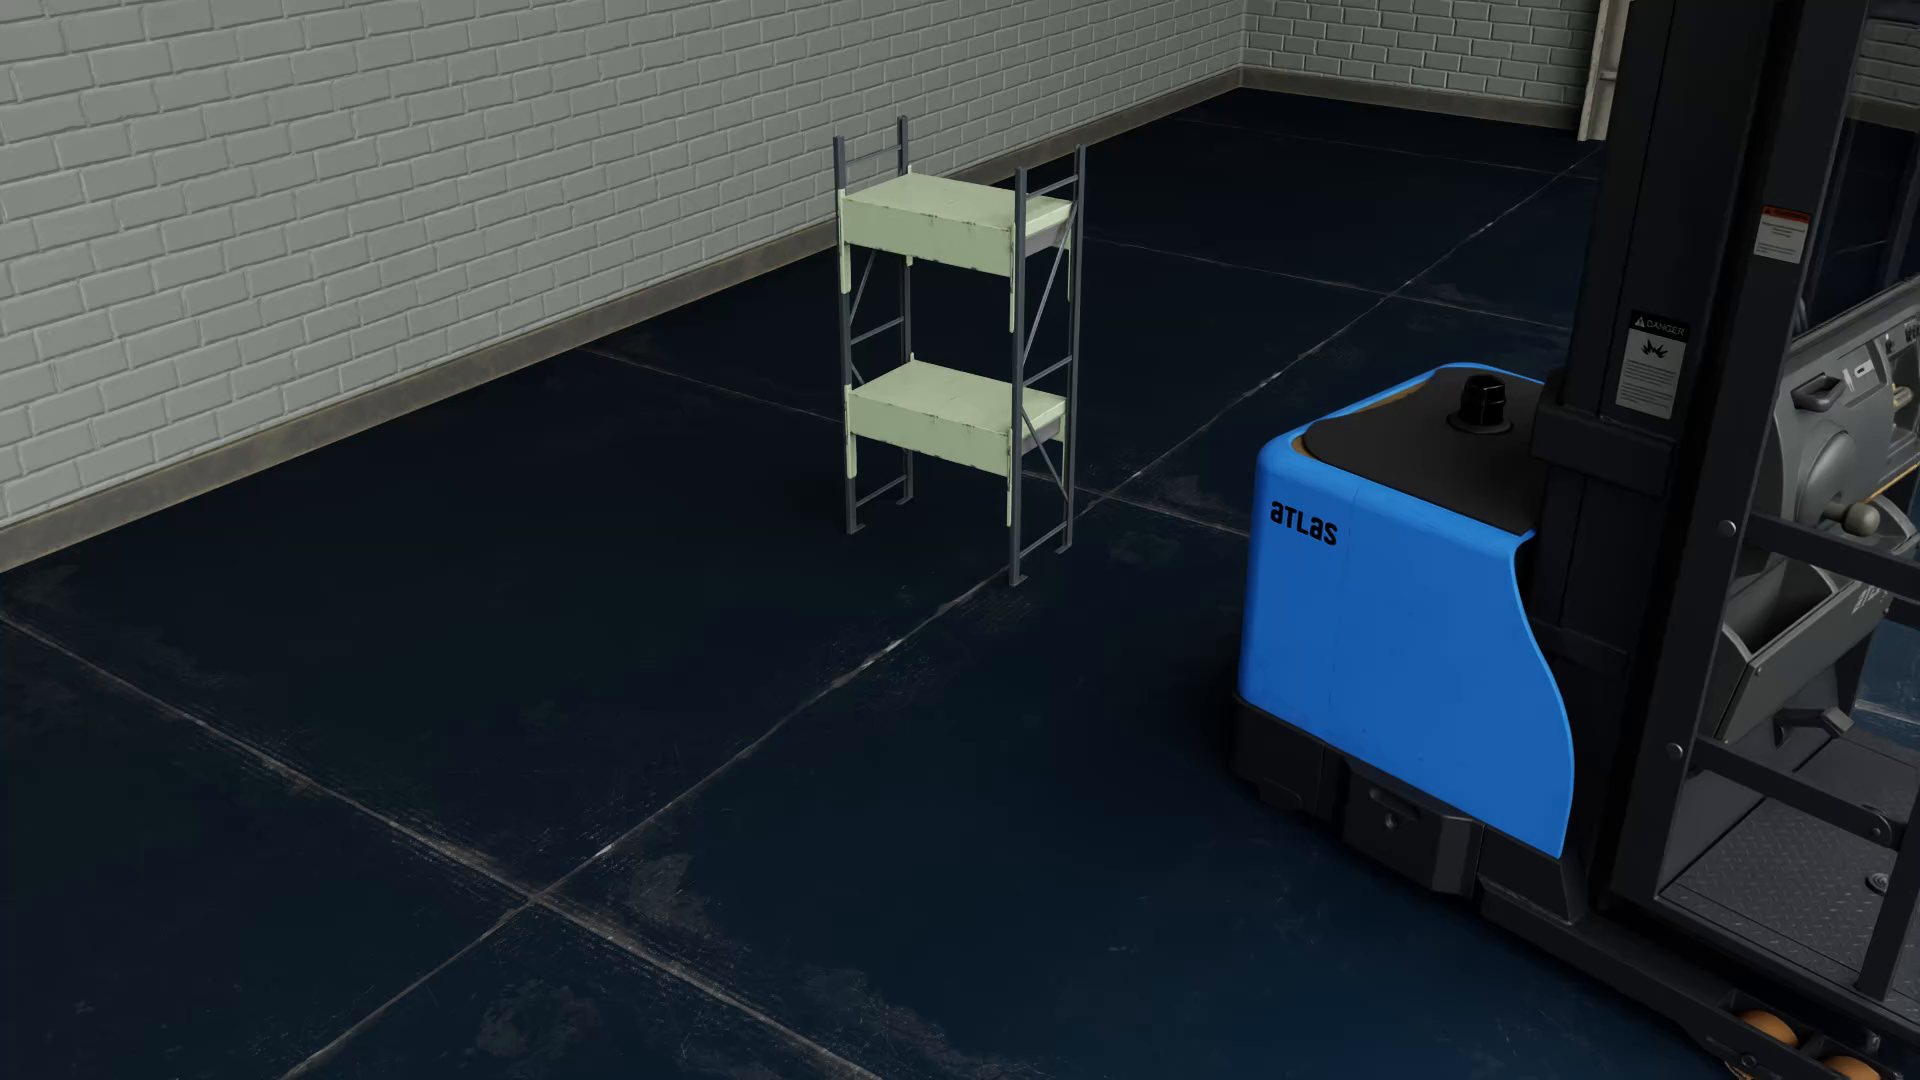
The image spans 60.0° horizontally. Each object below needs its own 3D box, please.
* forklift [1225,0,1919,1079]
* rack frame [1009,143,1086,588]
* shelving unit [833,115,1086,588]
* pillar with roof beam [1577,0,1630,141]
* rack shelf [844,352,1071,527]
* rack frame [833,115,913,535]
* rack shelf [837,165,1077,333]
[{"bbox_3d":[2.135,-0.257,3.524,1.130,2.935,3.031,-23,35,-37],"label":"forklift"},{"bbox_3d":[0.296,-0.576,5.729,0.023,1.500,0.400,17,32,30],"label":"rack frame"},{"bbox_3d":[-0.006,-0.670,5.913,0.755,1.500,0.431,17,32,30],"label":"shelving unit"},{"bbox_3d":[2.209,-5.261,6.666,0.400,9.000,9.100,17,32,30],"label":"pillar with roof beam"},{"bbox_3d":[-0.006,-0.380,6.061,0.720,0.370,0.431,17,32,30],"label":"rack shelf"},{"bbox_3d":[-0.307,-0.764,6.098,0.023,1.500,0.400,17,32,30],"label":"rack frame"},{"bbox_3d":[-0.006,-1.018,5.736,0.720,0.370,0.431,17,32,30],"label":"rack shelf"}]
